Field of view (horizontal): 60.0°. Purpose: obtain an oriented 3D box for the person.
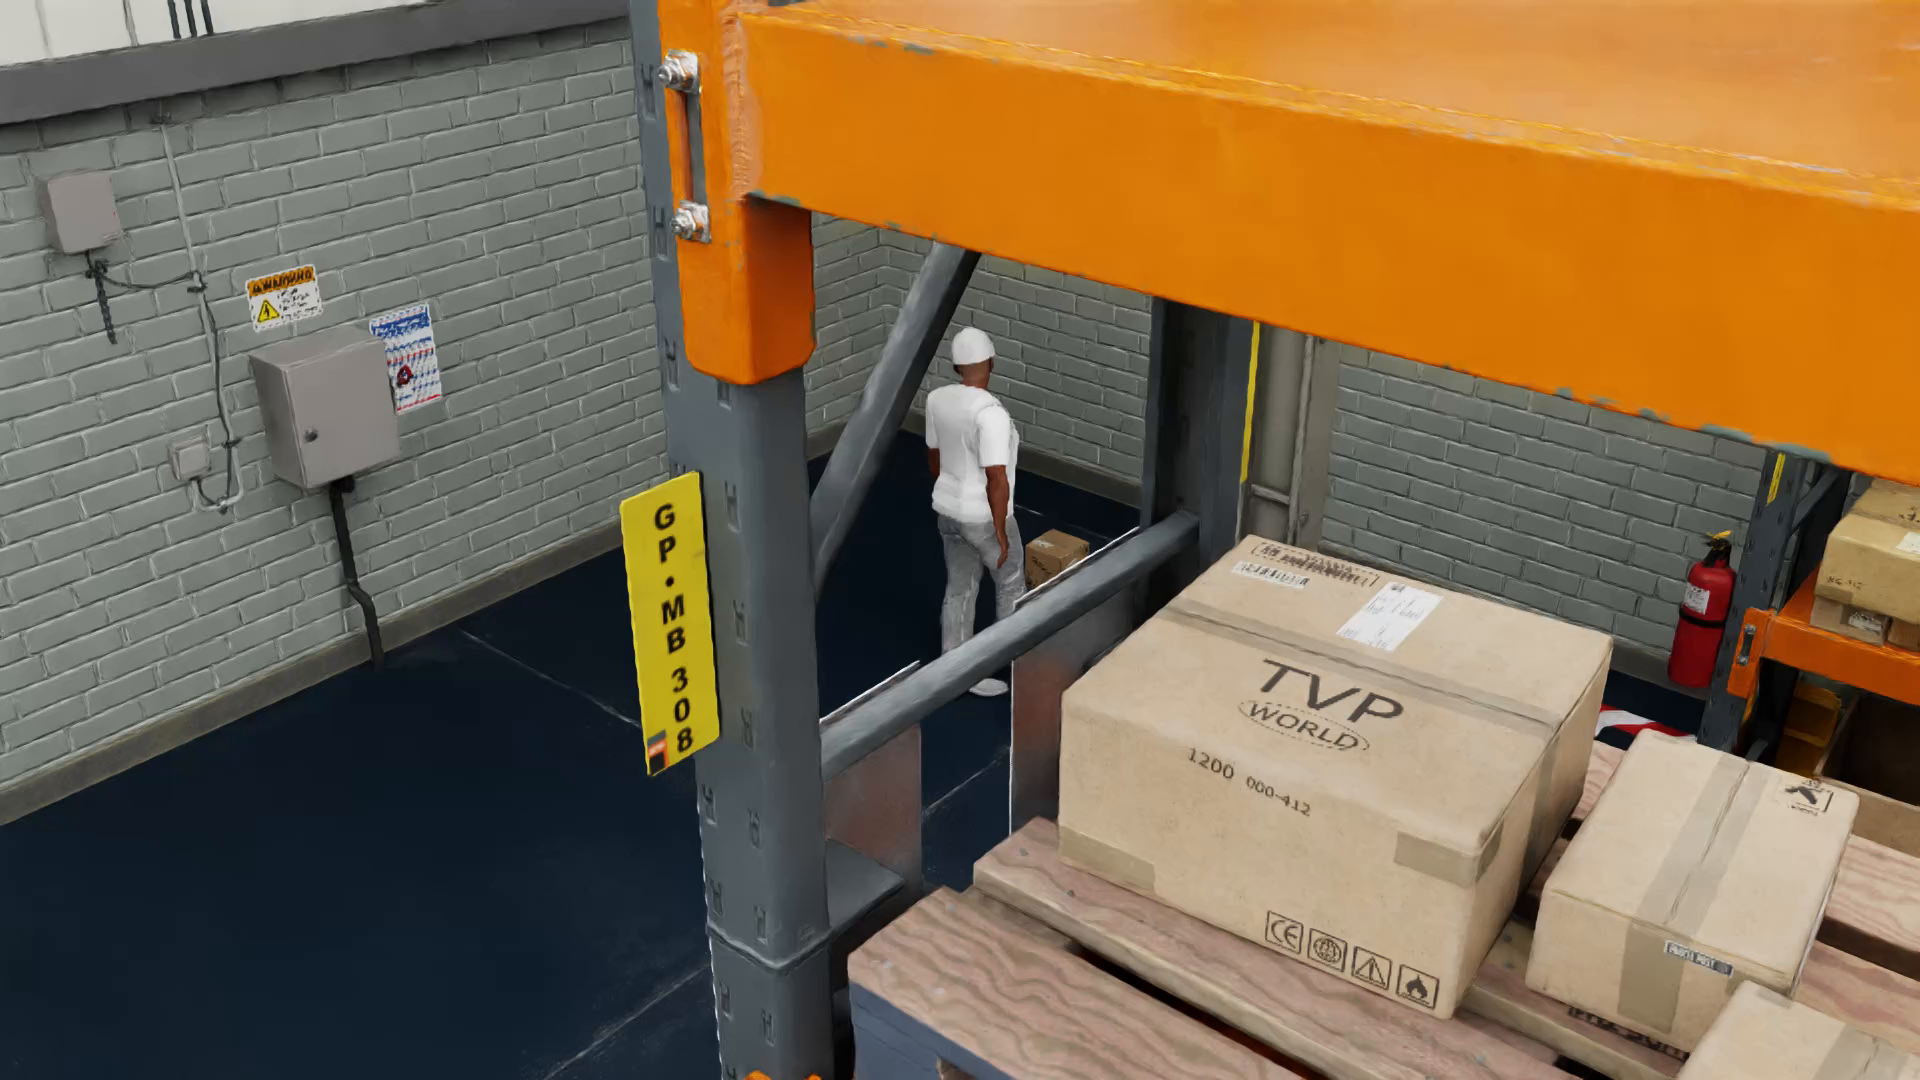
[{"bbox_3d":[0.156,-0.153,7.882,0.669,1.752,0.667,-18,32,-31],"label":"person"}]
